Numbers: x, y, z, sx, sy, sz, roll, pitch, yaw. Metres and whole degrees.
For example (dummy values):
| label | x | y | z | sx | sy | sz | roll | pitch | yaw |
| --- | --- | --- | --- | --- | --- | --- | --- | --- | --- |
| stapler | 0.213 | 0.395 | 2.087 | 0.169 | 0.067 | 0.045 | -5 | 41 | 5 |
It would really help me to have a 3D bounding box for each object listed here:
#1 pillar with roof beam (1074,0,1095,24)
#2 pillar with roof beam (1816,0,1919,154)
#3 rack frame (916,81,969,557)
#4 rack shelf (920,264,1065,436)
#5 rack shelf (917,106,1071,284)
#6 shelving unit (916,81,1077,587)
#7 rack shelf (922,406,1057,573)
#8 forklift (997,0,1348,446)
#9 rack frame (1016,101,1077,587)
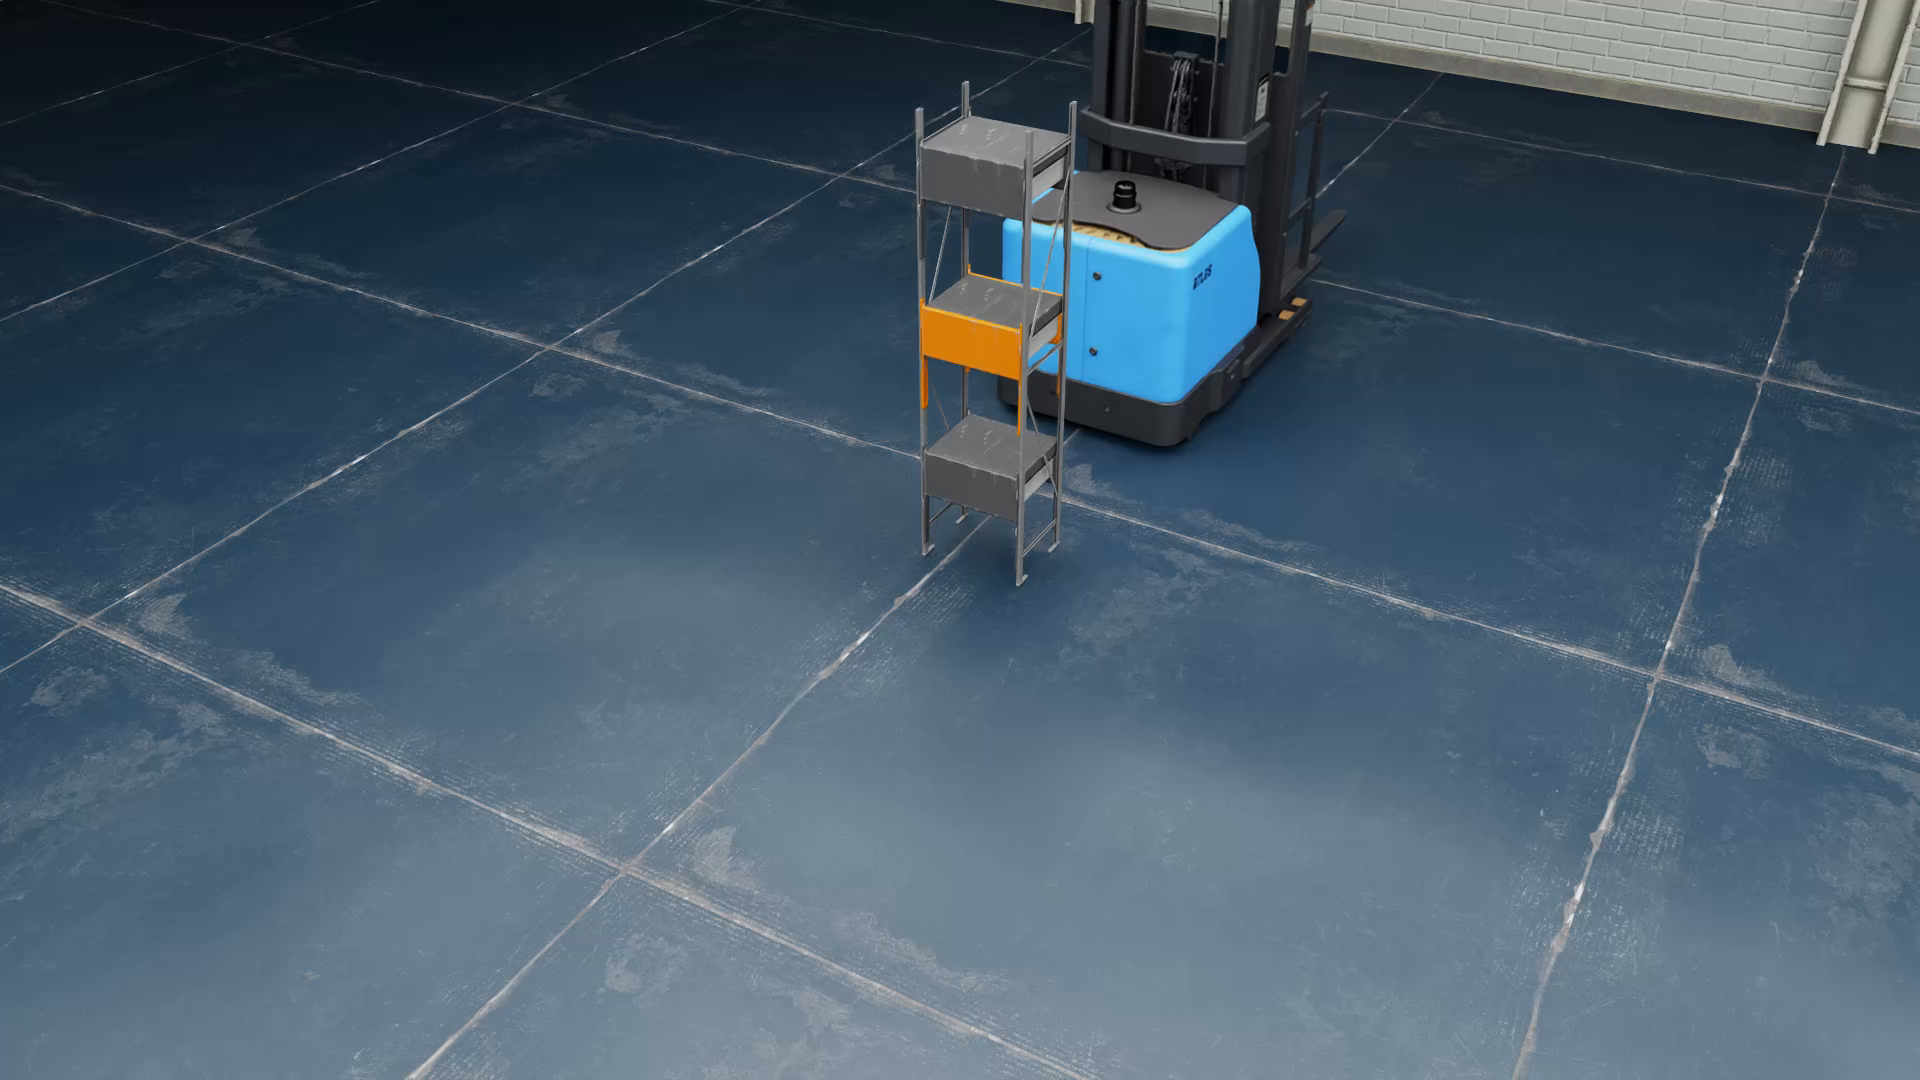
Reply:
| label | x | y | z | sx | sy | sz | roll | pitch | yaw |
| --- | --- | --- | --- | --- | --- | --- | --- | --- | --- |
| pillar with roof beam | -0.889 | -6.214 | 8.962 | 0.400 | 9.000 | 9.100 | 18 | 37 | 24 |
| pillar with roof beam | 4.320 | -4.563 | 6.484 | 0.400 | 9.000 | 9.100 | 18 | 37 | 24 |
| rack frame | -0.068 | -0.896 | 7.200 | 0.015 | 2.100 | 0.400 | 18 | 37 | 24 |
| rack shelf | 0.144 | -0.817 | 7.107 | 0.480 | 0.518 | 0.431 | 18 | 37 | 24 |
| rack shelf | 0.144 | -1.400 | 6.719 | 0.480 | 0.518 | 0.431 | 18 | 37 | 24 |
| shelving unit | 0.144 | -0.828 | 7.100 | 0.503 | 2.100 | 0.431 | 18 | 37 | 24 |
| rack shelf | 0.144 | -0.234 | 7.495 | 0.480 | 0.518 | 0.431 | 18 | 37 | 24 |
| forklift | 1.380 | -2.477 | 8.826 | 1.130 | 2.935 | 3.031 | 18 | 38 | 25 |
| rack frame | 0.356 | -0.761 | 6.999 | 0.015 | 2.100 | 0.400 | 18 | 37 | 24 |
